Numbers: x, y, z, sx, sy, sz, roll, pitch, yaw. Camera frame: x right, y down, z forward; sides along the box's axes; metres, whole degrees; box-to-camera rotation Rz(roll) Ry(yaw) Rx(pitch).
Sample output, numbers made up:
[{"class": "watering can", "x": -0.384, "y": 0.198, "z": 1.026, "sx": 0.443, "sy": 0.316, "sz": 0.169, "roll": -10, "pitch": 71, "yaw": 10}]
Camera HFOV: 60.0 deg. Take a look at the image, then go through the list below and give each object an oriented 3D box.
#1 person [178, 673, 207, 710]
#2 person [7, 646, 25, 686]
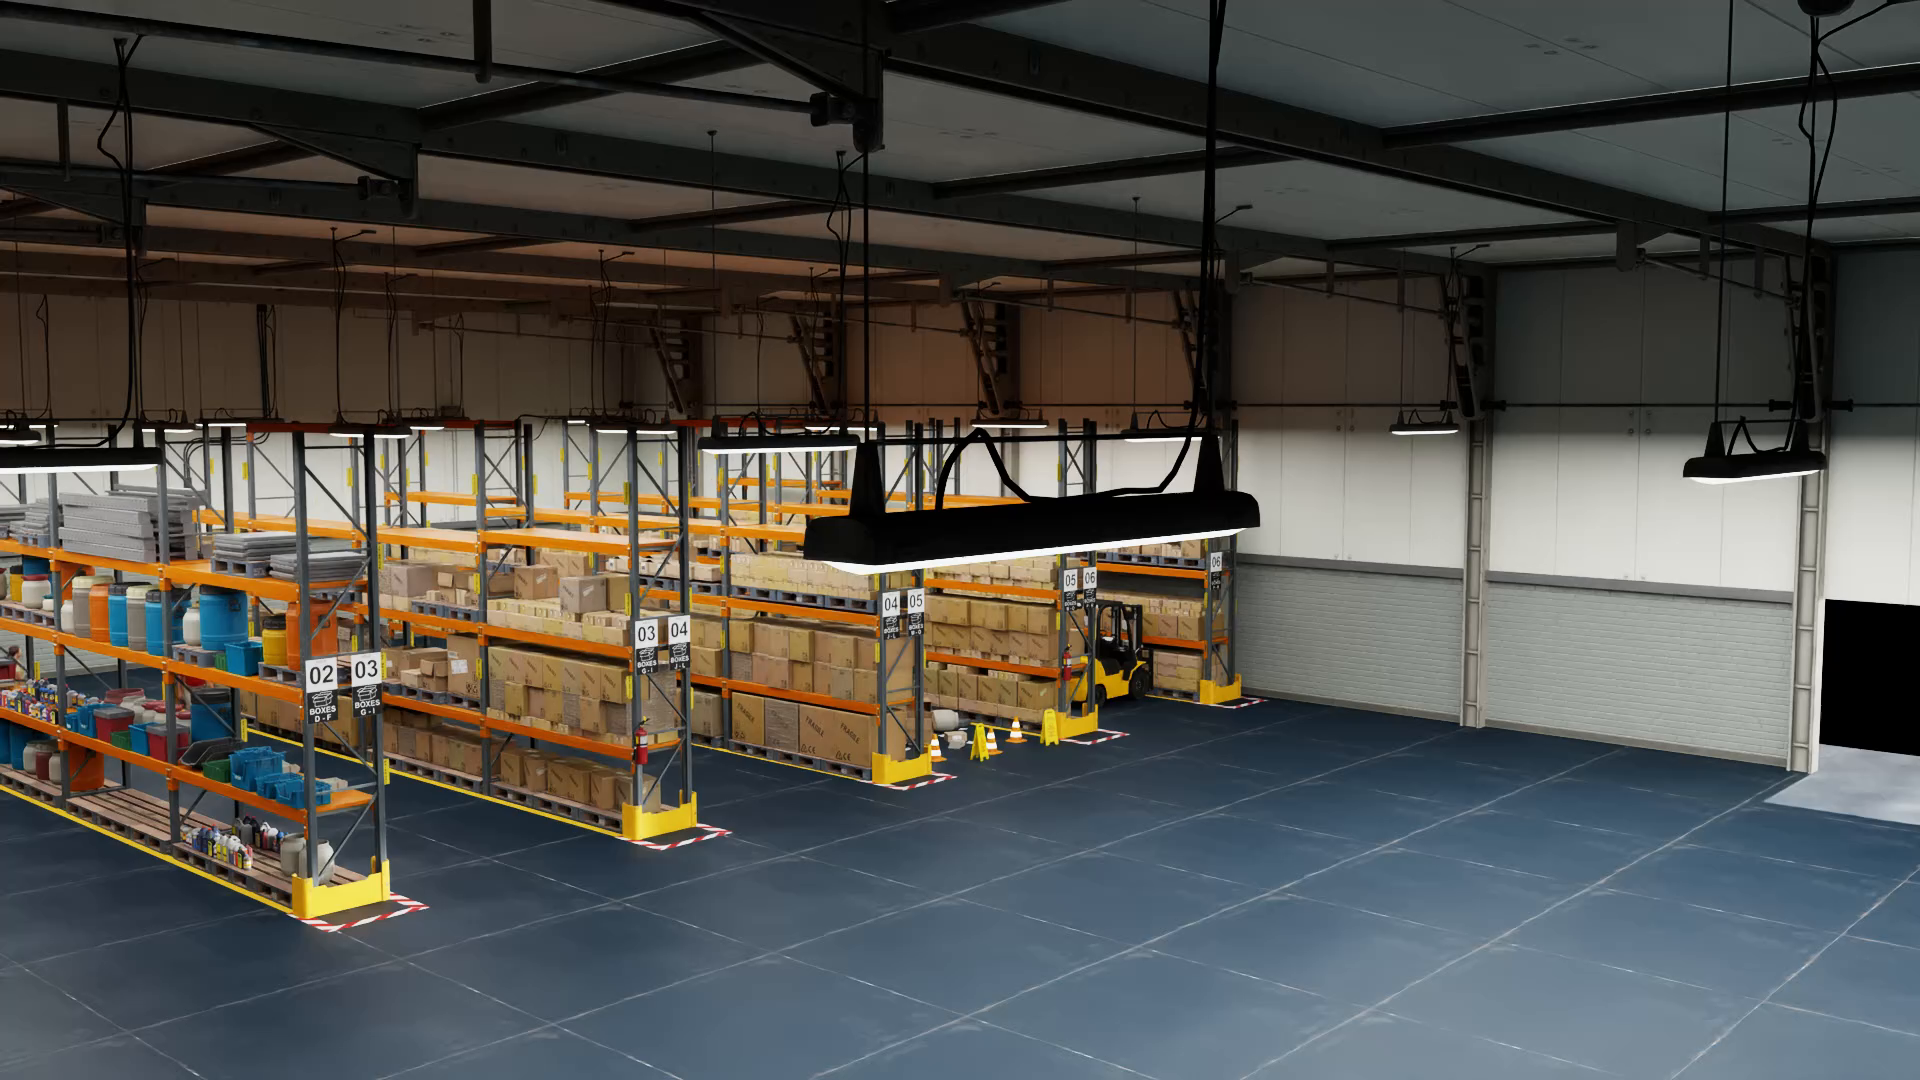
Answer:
[{"class": "person", "x": -14.511, "y": 2.988, "z": 31.601, "sx": 0.569, "sy": 1.514, "sz": 0.935, "roll": -4, "pitch": 6, "yaw": -44}, {"class": "person", "x": -18.270, "y": 2.844, "z": 31.992, "sx": 0.479, "sy": 1.592, "sz": 0.621, "roll": 2, "pitch": 5, "yaw": 19}]
